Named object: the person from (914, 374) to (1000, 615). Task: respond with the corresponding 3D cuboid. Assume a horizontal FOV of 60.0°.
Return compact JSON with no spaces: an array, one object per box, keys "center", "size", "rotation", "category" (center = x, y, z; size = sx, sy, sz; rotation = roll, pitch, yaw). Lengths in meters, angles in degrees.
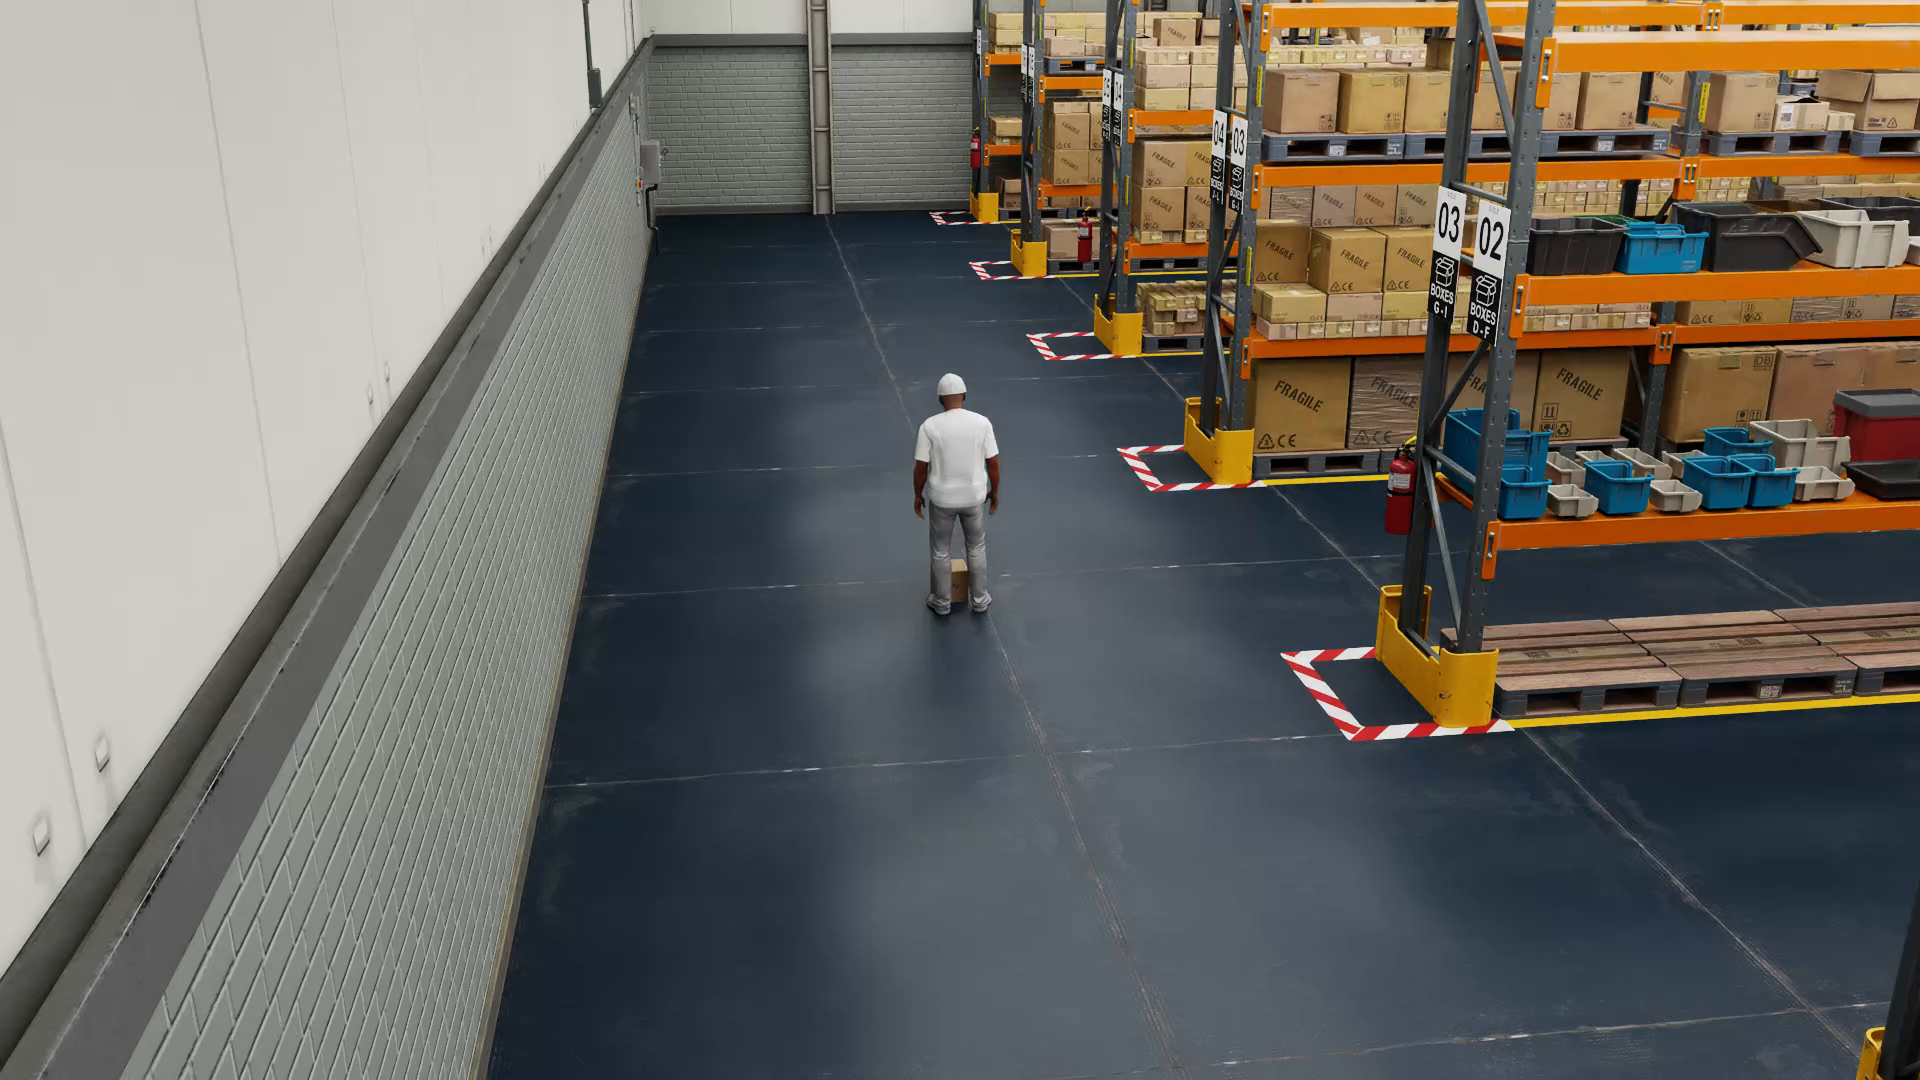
[{"center":[-0.027,-0.324,11.943],"size":[0.625,1.760,0.459],"rotation":[-3,20,-9],"category":"person"}]
